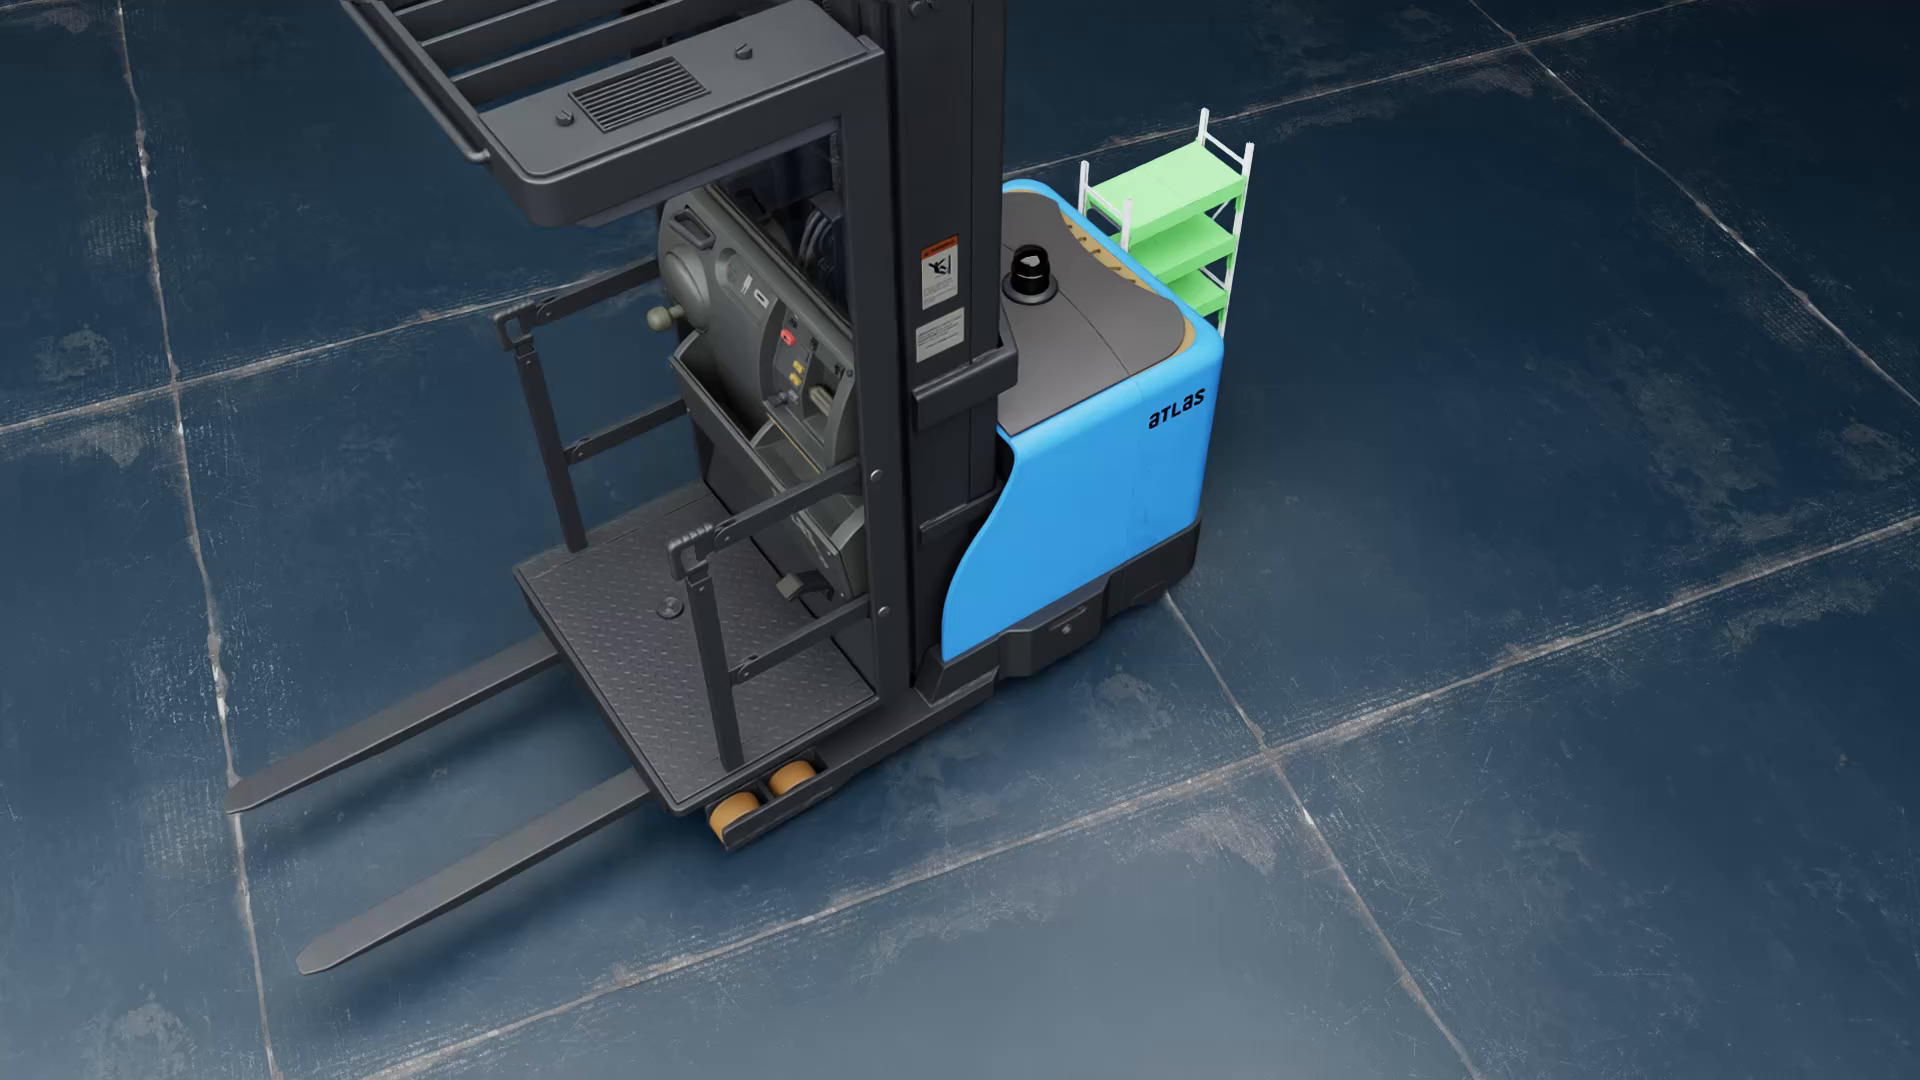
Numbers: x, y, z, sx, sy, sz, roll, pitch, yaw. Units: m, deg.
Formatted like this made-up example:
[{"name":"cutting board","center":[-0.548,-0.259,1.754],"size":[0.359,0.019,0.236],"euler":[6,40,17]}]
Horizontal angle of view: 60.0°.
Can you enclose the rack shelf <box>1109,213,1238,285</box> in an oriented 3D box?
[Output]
[{"name":"rack shelf","center":[0.653,-0.935,5.530],"size":[0.480,0.148,0.258],"euler":[-28,55,-22]}]

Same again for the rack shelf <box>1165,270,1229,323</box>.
[{"name":"rack shelf","center":[0.653,-0.779,5.712],"size":[0.480,0.148,0.258],"euler":[-28,55,-22]}]

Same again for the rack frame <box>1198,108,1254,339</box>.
[{"name":"rack frame","center":[0.853,-0.926,5.754],"size":[0.015,1.200,0.240],"euler":[-28,55,-22]}]

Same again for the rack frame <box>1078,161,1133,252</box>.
[{"name":"rack frame","center":[0.452,-0.715,5.573],"size":[0.015,1.200,0.240],"euler":[-28,55,-22]}]

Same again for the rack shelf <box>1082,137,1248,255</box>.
[{"name":"rack shelf","center":[0.653,-1.091,5.348],"size":[0.480,0.148,0.258],"euler":[-28,55,-22]}]

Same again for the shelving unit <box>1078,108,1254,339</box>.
[{"name":"shelving unit","center":[0.653,-0.820,5.664],"size":[0.503,1.200,0.258],"euler":[-28,55,-22]}]

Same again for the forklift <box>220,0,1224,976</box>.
[{"name":"forklift","center":[-0.710,-0.505,4.252],"size":[3.031,2.935,1.130],"euler":[-28,55,-22]}]
